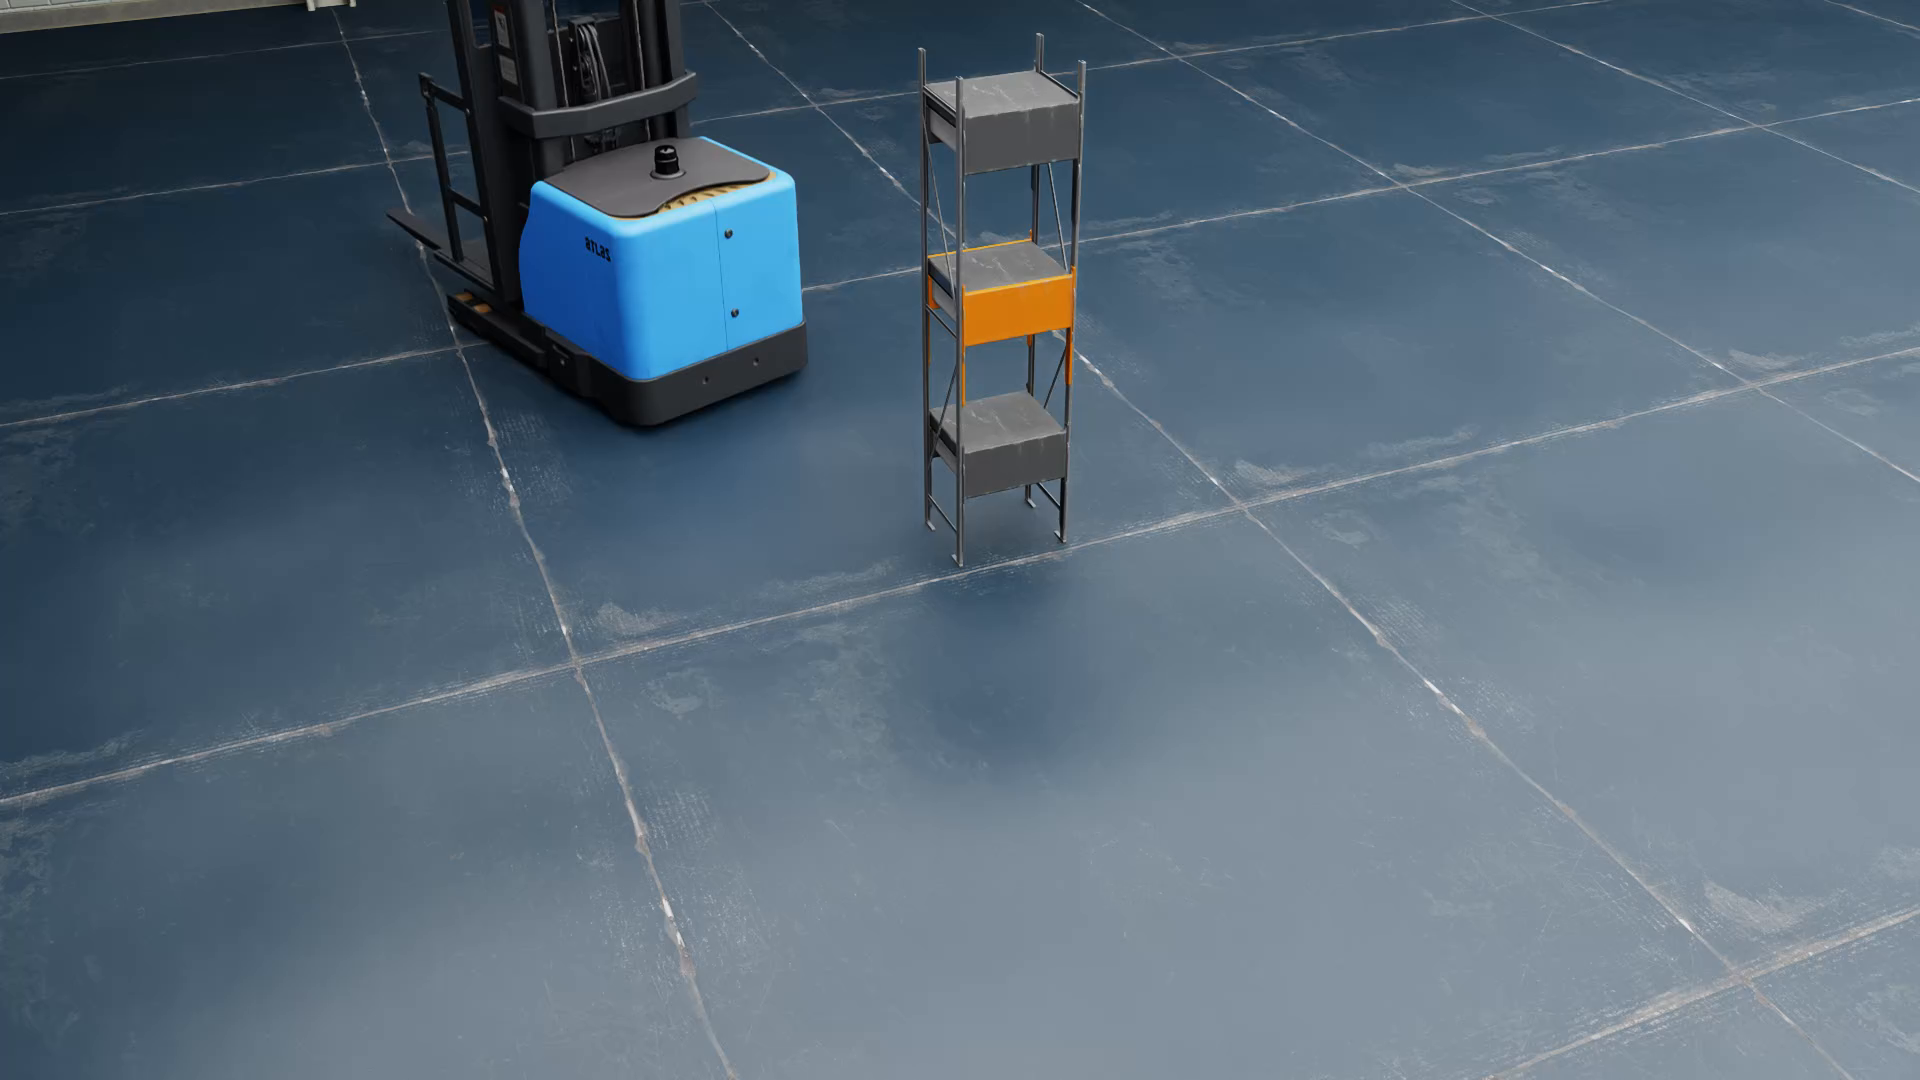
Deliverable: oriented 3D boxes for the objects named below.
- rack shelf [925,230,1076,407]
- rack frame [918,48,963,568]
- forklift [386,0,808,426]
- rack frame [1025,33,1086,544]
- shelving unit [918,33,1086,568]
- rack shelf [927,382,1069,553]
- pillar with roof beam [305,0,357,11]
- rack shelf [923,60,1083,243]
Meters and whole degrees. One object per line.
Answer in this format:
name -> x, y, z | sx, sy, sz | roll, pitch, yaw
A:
rack shelf -> 0.153, -0.904, 6.738 | 0.480, 0.518, 0.431 | -13, 35, -19
rack frame -> -0.072, -0.864, 6.652 | 0.015, 2.100, 0.400 | -13, 35, -19
forklift -> -2.135, -2.496, 8.398 | 1.130, 2.935, 3.031 | -26, 41, -34
rack frame -> 0.378, -0.967, 6.810 | 0.015, 2.100, 0.400 | -13, 35, -19
shelving unit -> 0.153, -0.915, 6.731 | 0.503, 2.100, 0.431 | -13, 35, -19
rack shelf -> 0.153, -0.317, 7.120 | 0.480, 0.518, 0.431 | -13, 35, -19
pillar with roof beam -> -3.772, -6.241, 8.590 | 0.400, 9.000, 9.100 | -13, 35, -19
rack shelf -> 0.153, -1.490, 6.357 | 0.480, 0.518, 0.431 | -13, 35, -19
